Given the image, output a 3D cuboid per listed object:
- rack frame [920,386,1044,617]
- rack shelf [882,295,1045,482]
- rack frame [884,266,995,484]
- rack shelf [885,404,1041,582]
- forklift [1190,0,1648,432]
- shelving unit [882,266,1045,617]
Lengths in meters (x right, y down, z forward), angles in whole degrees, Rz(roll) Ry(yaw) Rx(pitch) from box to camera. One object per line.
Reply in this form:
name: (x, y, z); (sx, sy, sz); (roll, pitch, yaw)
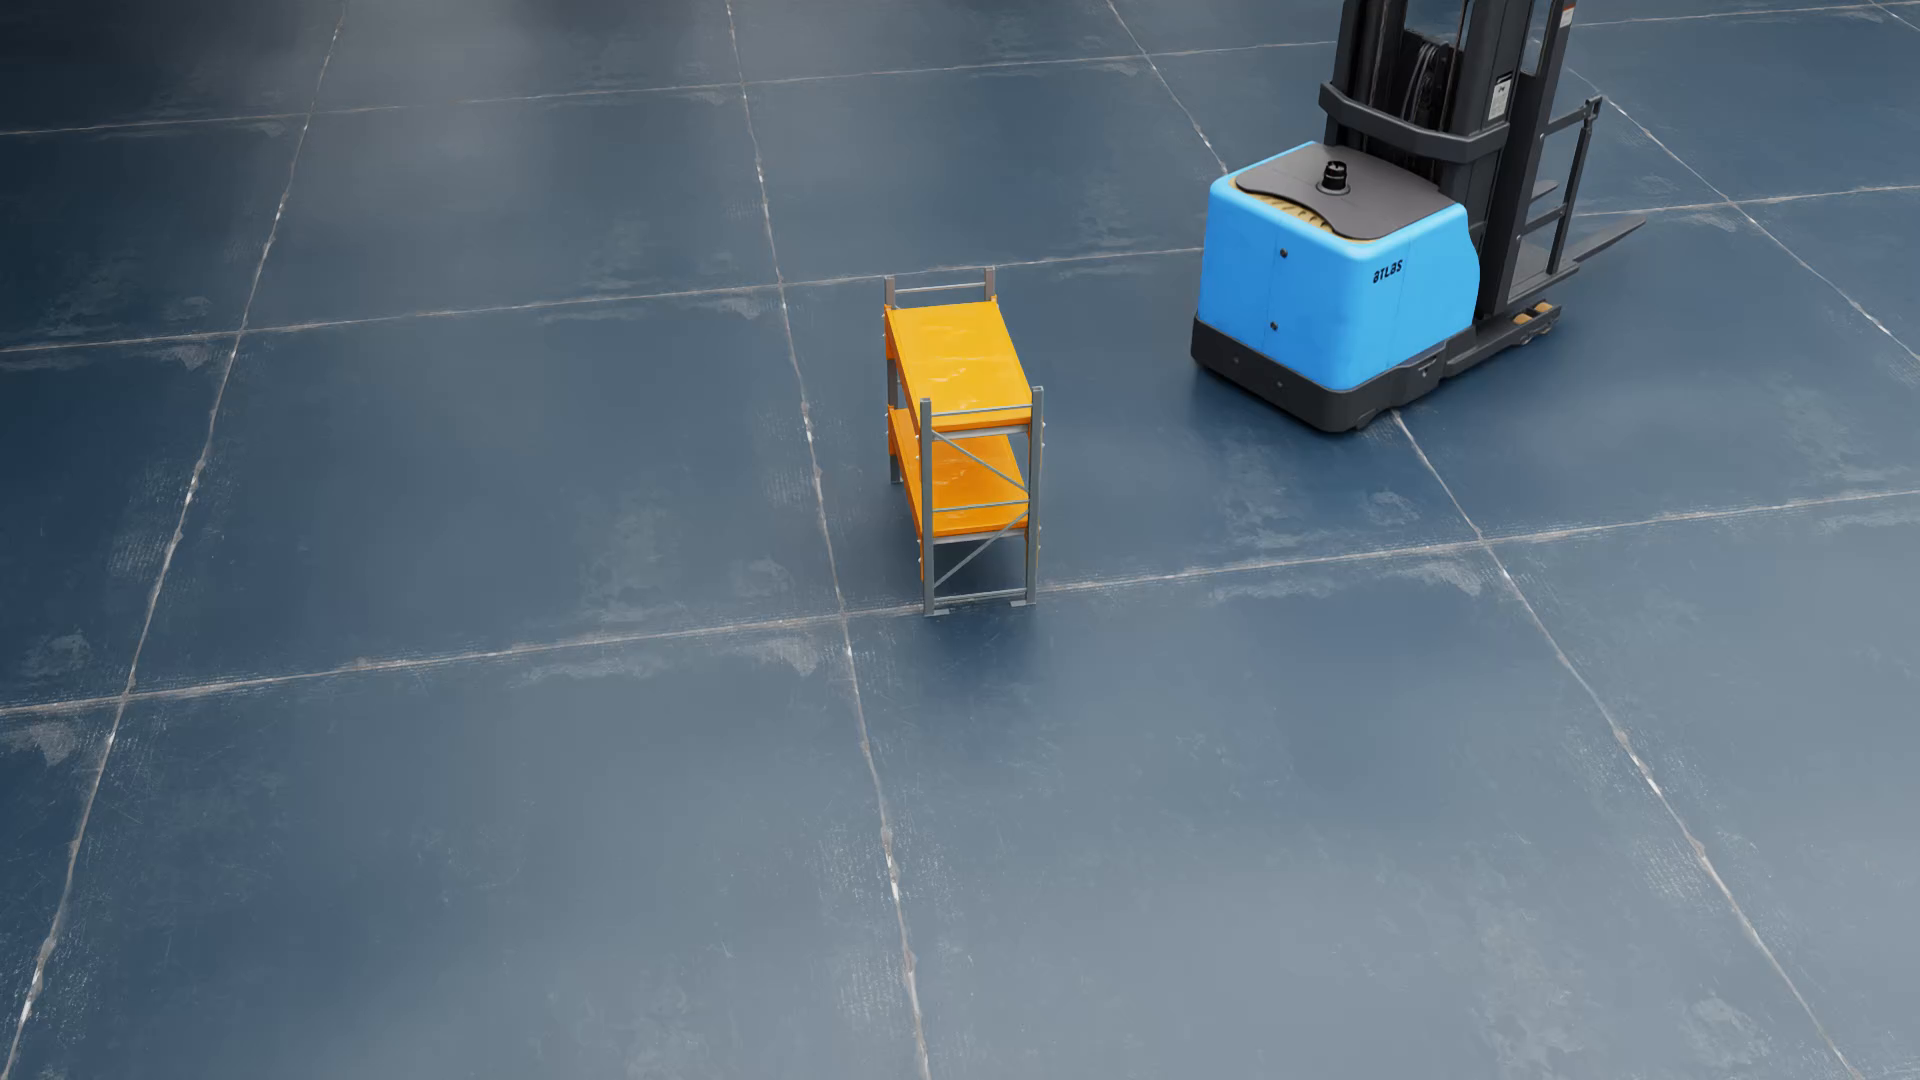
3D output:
rack frame: (0.088, -0.141, 7.015); (0.500, 1.125, 0.032); (-6, 38, -8)
rack shelf: (-0.001, -0.679, 7.231); (0.538, 0.278, 1.000); (-6, 38, -8)
rack frame: (-0.090, -0.755, 7.805); (0.500, 1.125, 0.032); (-6, 38, -8)
rack shelf: (-0.001, -0.255, 7.560); (0.538, 0.278, 1.000); (-6, 38, -8)
forklift: (2.694, -2.452, 8.518); (3.031, 2.935, 1.130); (-27, 45, -30)
shelving unit: (-0.001, -0.448, 7.410); (0.538, 1.125, 1.048); (-6, 38, -8)
